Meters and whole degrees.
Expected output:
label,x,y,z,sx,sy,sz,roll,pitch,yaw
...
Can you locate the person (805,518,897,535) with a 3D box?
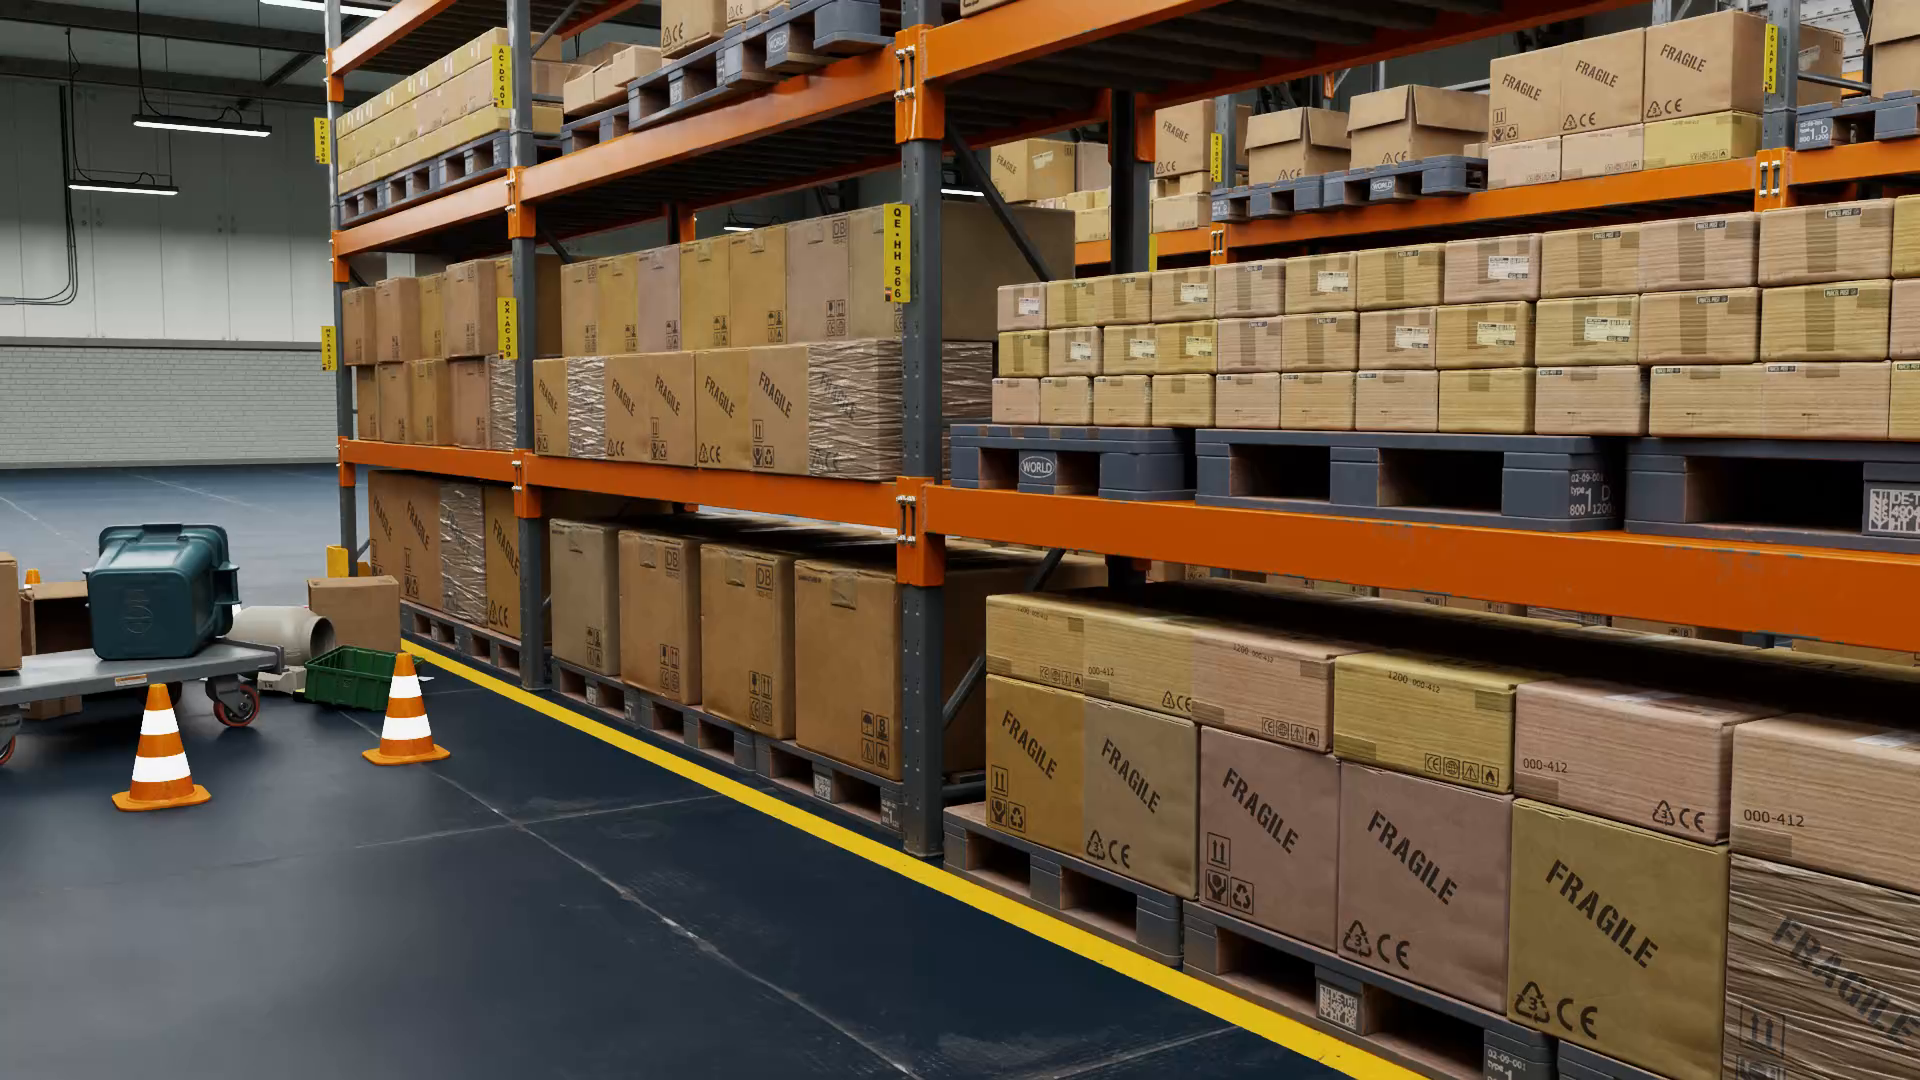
label,x,y,z,sx,sy,sz,roll,pitch,yaw
person,-0.599,0.233,10.135,0.951,1.025,0.473,4,7,43
